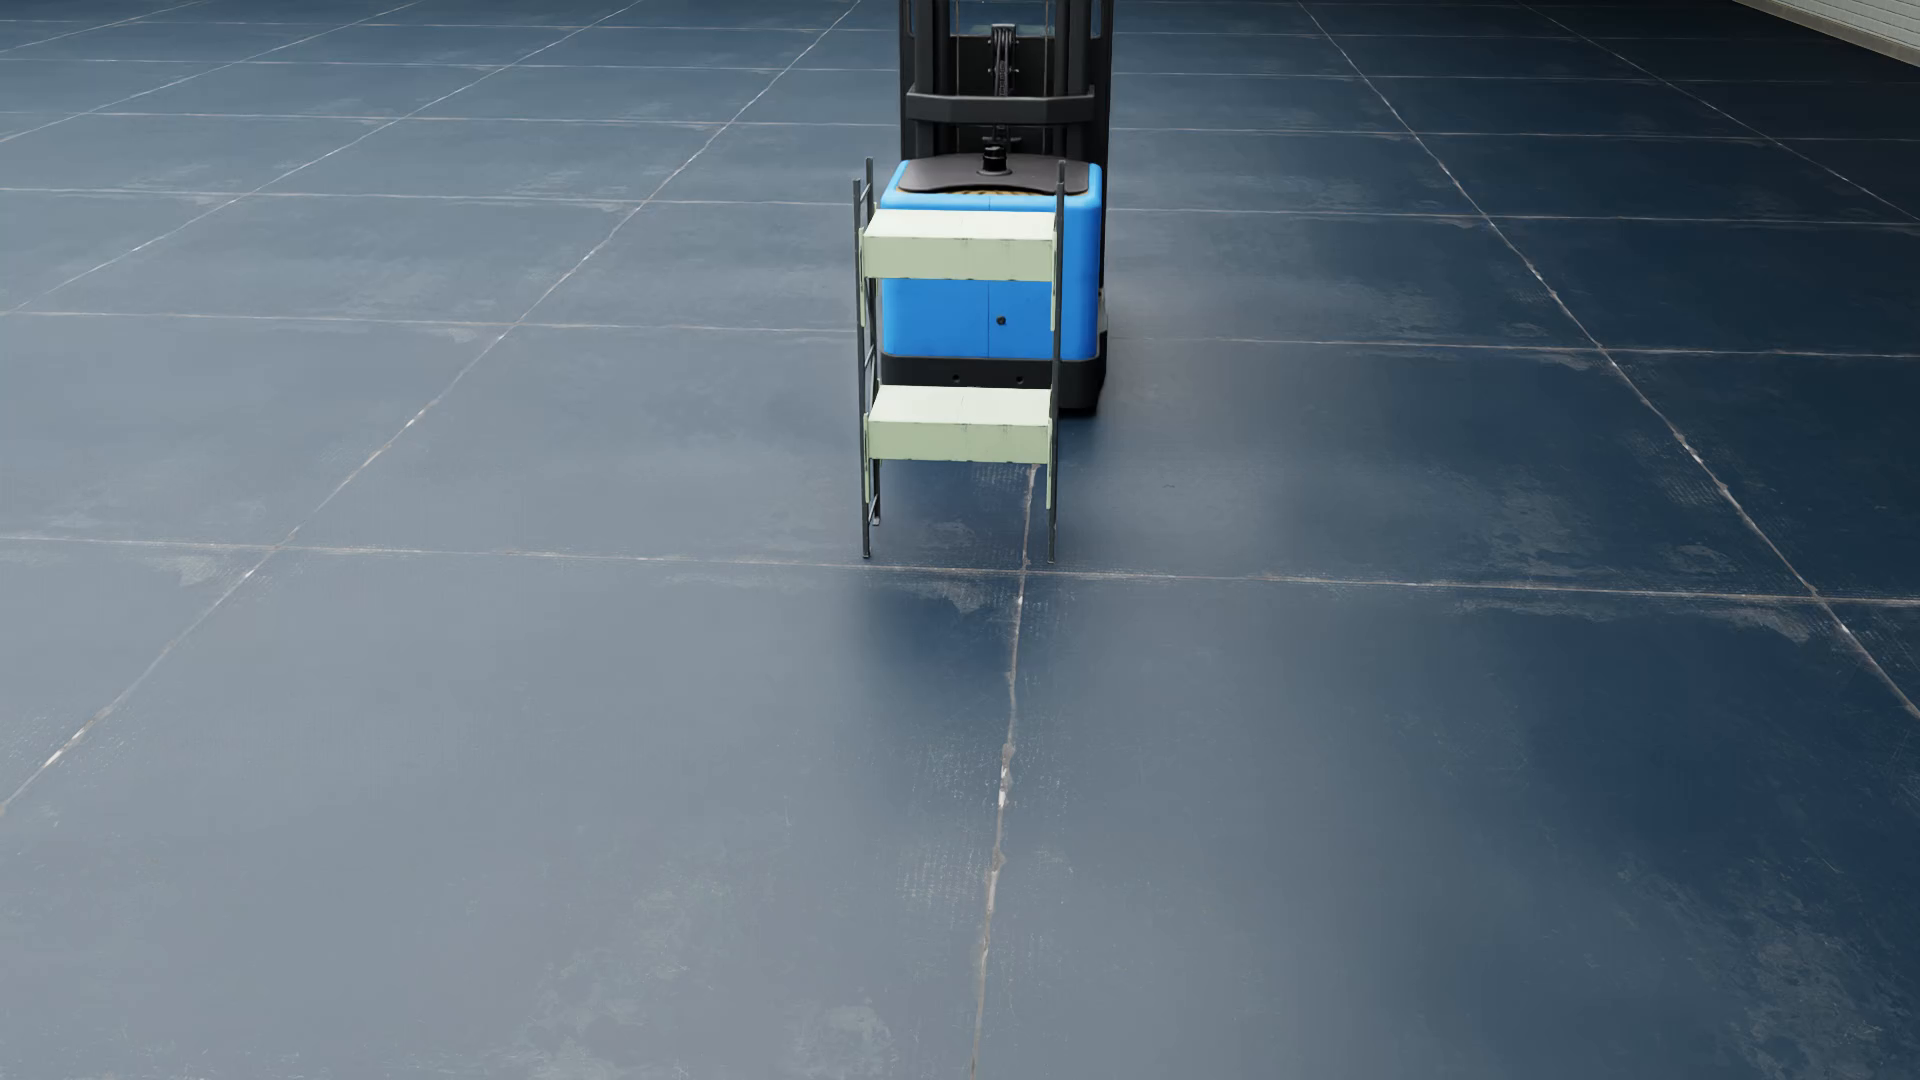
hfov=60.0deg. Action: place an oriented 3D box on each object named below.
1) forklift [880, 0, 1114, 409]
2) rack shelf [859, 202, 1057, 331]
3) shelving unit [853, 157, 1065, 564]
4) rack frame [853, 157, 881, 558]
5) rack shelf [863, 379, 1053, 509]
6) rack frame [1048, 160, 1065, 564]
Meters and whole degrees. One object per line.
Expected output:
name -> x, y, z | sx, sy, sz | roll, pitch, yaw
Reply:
forklift -> 0.253, -2.538, 8.759 | 1.130, 2.935, 3.031 | 2, 25, 4
rack shelf -> 0.007, -1.036, 6.273 | 0.720, 0.370, 0.431 | 2, 25, 4
shelving unit -> 0.007, -0.681, 6.436 | 0.755, 1.500, 0.431 | 2, 25, 4
rack frame -> -0.358, -0.693, 6.461 | 0.023, 1.500, 0.400 | 2, 25, 4
rack shelf -> 0.007, -0.385, 6.572 | 0.720, 0.370, 0.431 | 2, 25, 4
rack frame -> 0.372, -0.669, 6.411 | 0.023, 1.500, 0.400 | 2, 25, 4
